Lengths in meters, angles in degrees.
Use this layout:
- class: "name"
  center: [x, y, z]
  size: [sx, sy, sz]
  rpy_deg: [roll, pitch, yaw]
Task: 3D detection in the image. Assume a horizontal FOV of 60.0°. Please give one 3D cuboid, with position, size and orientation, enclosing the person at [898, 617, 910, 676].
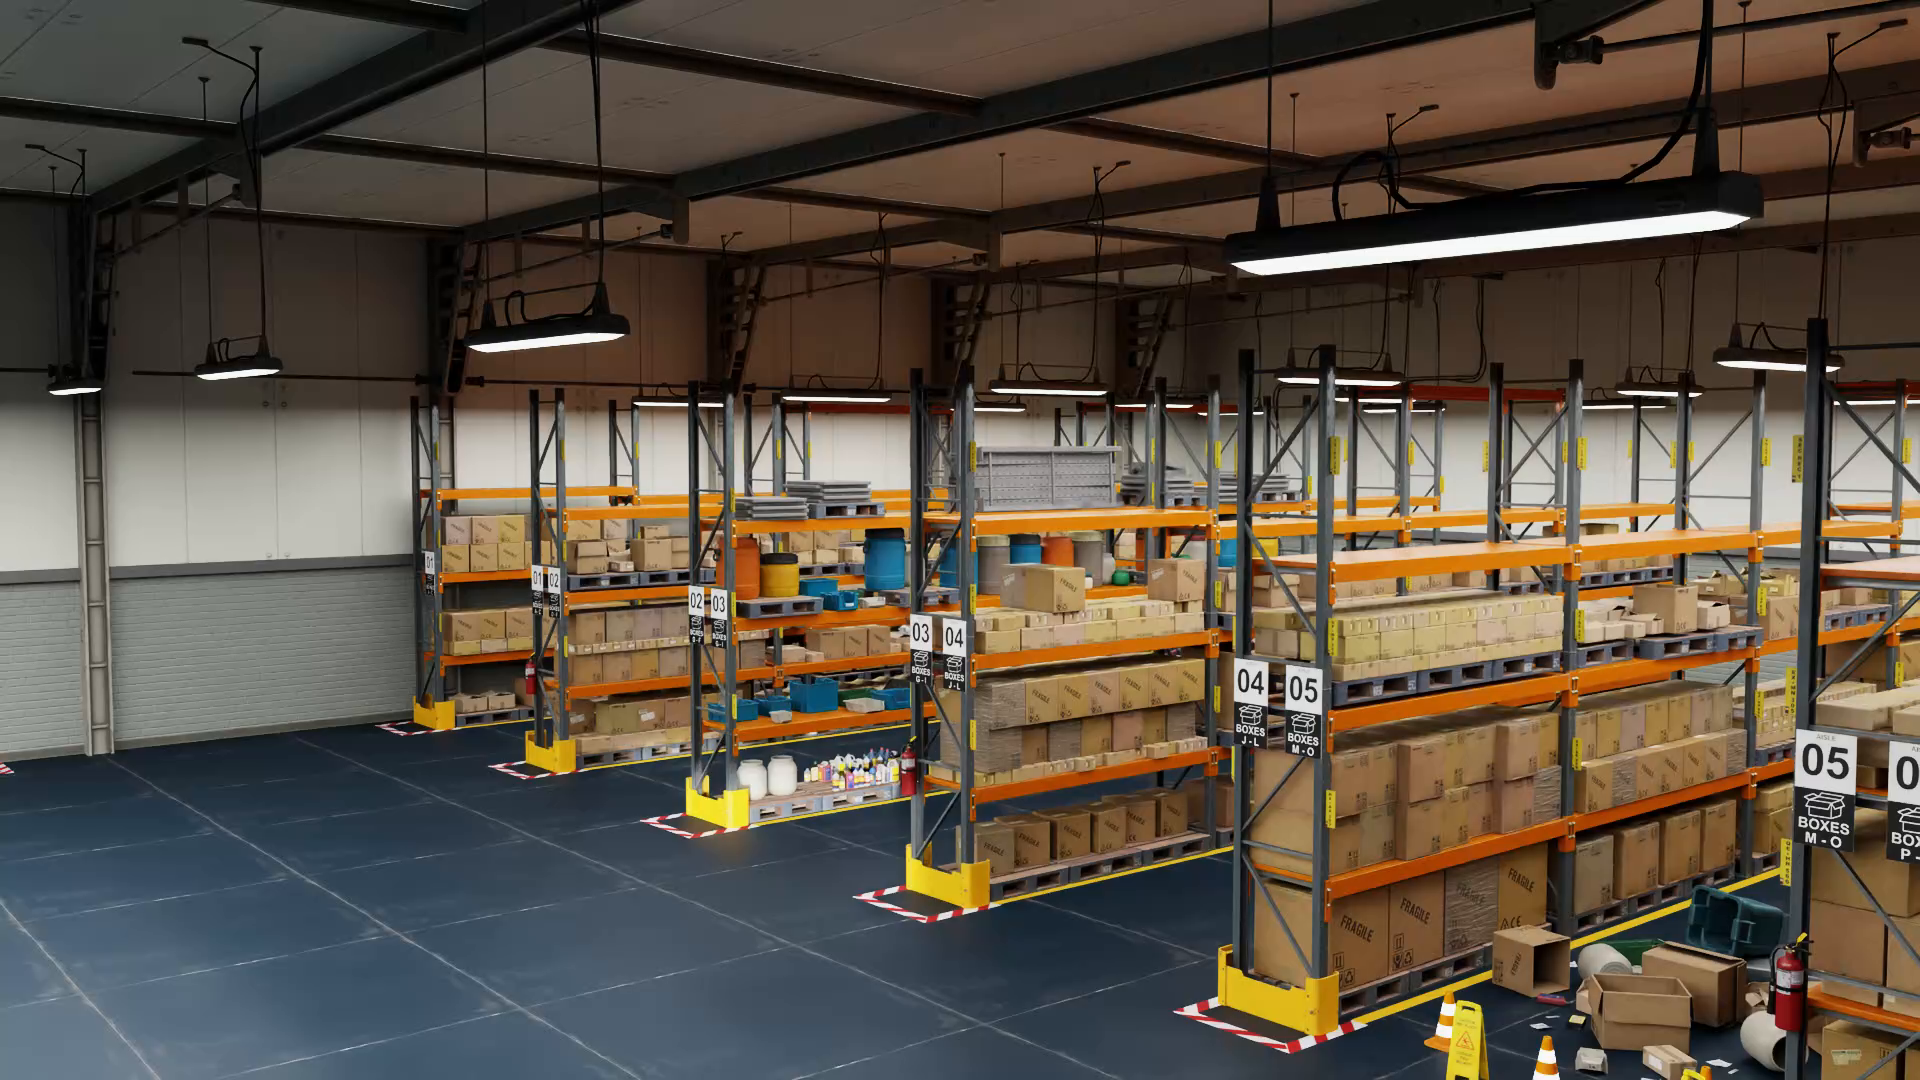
- class: "person"
  center: [-1.016, 2.309, 33.356]
  size: [0.528, 1.770, 0.598]
  rpy_deg: [2, 4, 33]
